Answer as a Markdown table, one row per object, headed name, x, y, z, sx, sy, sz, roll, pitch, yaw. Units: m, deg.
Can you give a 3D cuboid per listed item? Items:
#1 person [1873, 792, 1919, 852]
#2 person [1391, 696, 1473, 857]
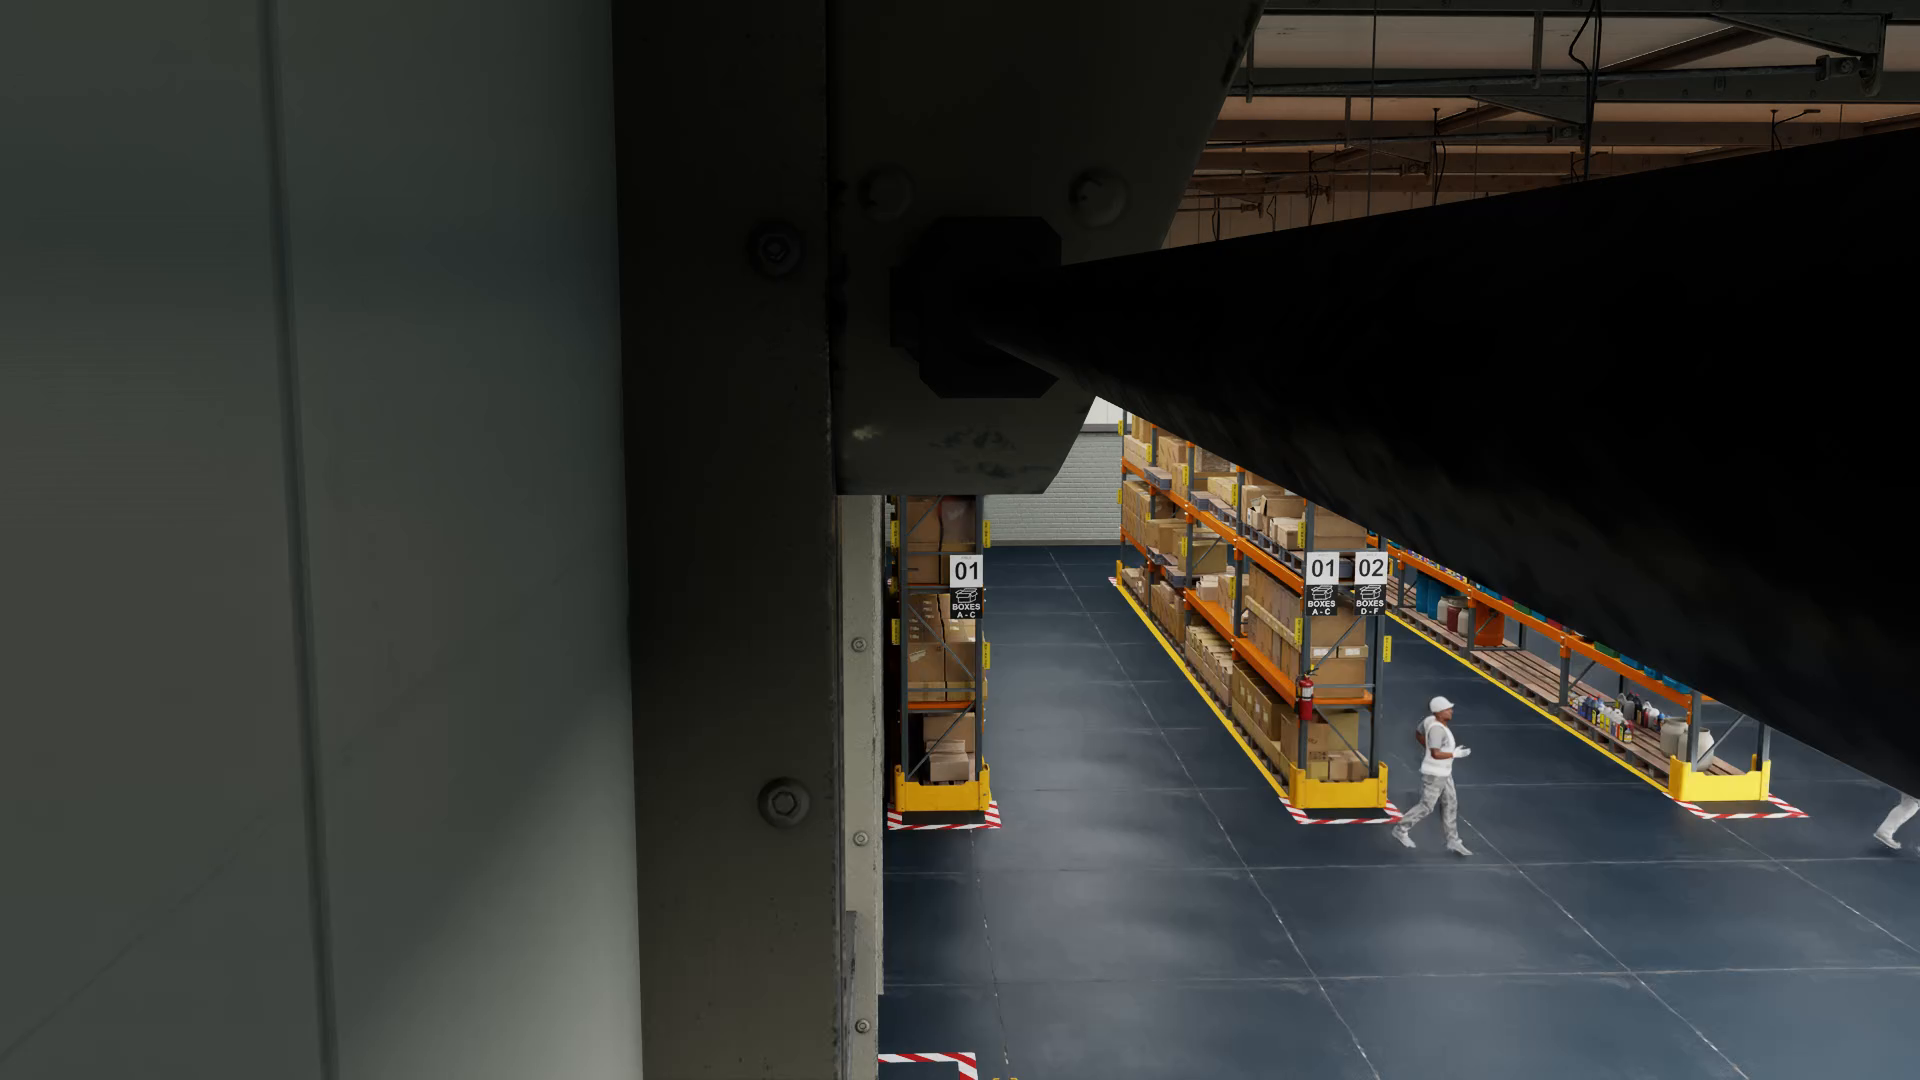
| name | x | y | z | sx | sy | sz | roll | pitch | yaw |
| --- | --- | --- | --- | --- | --- | --- | --- | --- | --- |
| person | 10.808 | 2.765 | 18.777 | 0.748 | 1.724 | 0.590 | 5 | 10 | 32 |
| person | 5.392 | 2.673 | 18.882 | 0.905 | 1.825 | 0.685 | 3 | 9 | 21 |
